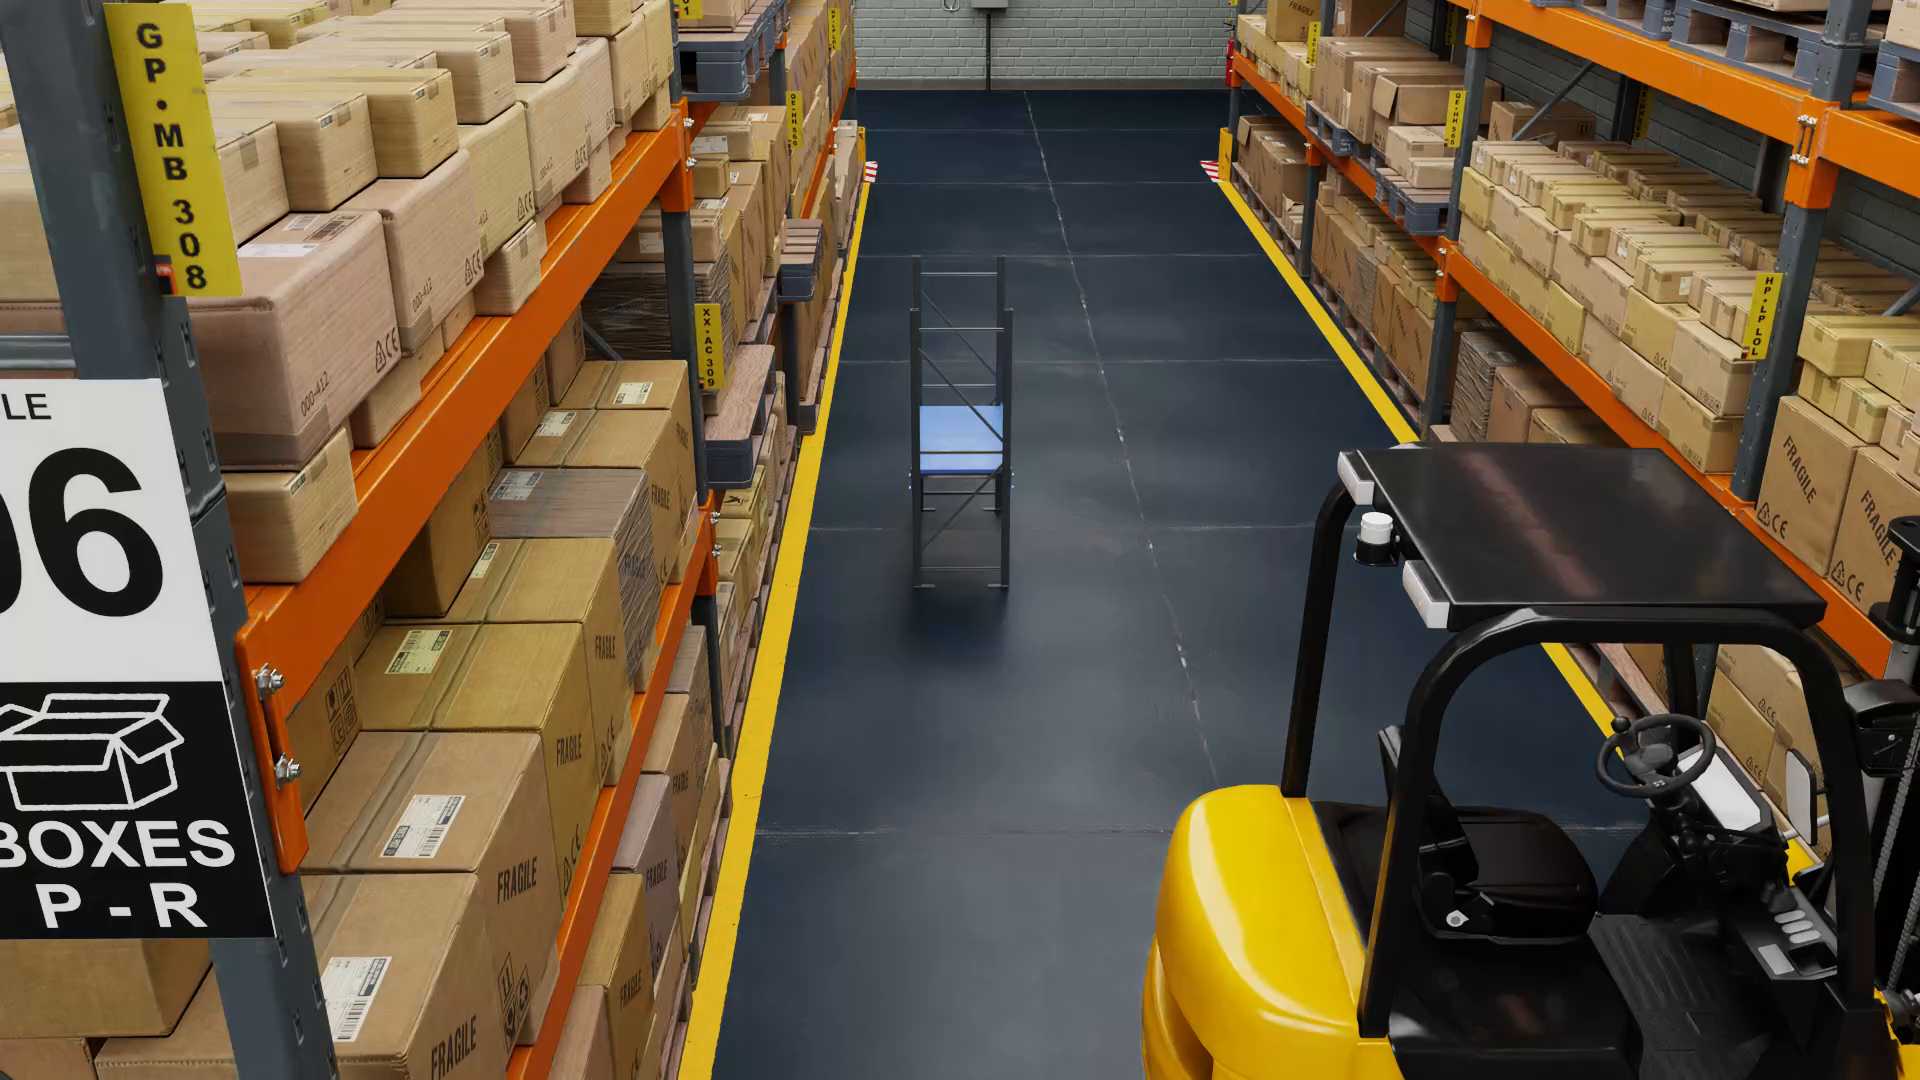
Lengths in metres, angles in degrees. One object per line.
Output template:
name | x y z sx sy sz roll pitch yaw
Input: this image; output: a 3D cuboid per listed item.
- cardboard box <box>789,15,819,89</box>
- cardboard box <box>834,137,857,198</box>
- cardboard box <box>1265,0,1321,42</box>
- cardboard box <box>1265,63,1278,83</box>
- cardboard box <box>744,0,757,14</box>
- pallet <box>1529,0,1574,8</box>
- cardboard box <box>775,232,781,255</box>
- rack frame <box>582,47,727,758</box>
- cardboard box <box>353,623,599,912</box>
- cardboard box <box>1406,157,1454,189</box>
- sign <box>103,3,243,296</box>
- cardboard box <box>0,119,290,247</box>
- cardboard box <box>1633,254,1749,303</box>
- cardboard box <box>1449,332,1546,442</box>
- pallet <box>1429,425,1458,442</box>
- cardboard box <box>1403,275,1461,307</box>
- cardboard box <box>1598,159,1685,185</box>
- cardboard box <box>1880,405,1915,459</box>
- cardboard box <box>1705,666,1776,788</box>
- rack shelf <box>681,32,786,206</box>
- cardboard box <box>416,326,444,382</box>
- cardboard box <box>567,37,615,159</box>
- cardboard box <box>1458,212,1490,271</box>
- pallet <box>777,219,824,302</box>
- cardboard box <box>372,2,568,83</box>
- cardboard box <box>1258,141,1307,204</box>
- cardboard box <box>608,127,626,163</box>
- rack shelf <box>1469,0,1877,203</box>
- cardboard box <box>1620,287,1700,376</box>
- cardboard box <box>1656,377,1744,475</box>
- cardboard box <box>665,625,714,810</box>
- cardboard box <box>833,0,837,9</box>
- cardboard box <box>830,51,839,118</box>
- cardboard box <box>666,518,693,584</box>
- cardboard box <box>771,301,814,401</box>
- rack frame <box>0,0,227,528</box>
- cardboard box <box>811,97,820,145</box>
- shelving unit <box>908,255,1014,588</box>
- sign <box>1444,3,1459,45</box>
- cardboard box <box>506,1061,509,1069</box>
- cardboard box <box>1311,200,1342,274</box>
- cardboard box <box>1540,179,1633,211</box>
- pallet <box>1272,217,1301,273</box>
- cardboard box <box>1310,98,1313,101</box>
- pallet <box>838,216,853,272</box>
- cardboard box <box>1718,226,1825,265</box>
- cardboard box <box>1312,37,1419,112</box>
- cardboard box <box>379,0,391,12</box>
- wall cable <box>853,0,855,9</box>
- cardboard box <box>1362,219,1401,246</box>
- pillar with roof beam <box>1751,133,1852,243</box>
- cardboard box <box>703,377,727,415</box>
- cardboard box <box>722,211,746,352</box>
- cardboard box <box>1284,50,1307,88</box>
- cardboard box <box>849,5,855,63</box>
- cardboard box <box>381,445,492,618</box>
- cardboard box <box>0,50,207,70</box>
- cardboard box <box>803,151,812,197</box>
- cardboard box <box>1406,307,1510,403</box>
cardboard box | -1.302 -3.505 12.026 0.500 0.500 0.500 0 24 1
cardboard box | -1.475 -3.633 16.242 0.875 0.438 0.875 0 24 1
cardboard box | 3.115 -4.884 15.320 0.500 0.500 0.500 0 24 1
cardboard box | 3.080 -4.391 15.623 0.380 0.149 0.250 0 24 1
cardboard box | -1.081 -2.254 6.626 0.500 0.250 0.500 -1 24 -1
pallet | 3.547 -2.986 8.802 1.213 0.211 1.003 1 24 2
cardboard box | -1.156 -1.586 8.913 0.380 0.149 0.250 -1 24 -3
rack frame | -1.469 -0.313 6.301 1.000 3.000 0.127 0 24 -1
cardboard box | -1.169 0.535 3.946 0.500 0.500 0.500 -1 24 -2
cardboard box | 3.060 -2.331 10.558 0.380 0.149 0.250 0 24 0
sign | -0.883 -0.432 1.864 0.100 0.325 0.005 0 24 -1
cardboard box | -1.244 -0.531 2.482 0.380 0.149 0.250 0 24 -1
cardboard box | 3.162 -1.133 7.206 0.380 0.149 0.250 -1 24 -2
cardboard box | 3.444 -0.837 9.833 0.875 0.625 0.625 1 24 1
pallet | 3.420 -0.375 9.823 1.003 0.211 1.213 0 24 -1
cardboard box | 3.158 -1.647 10.989 0.380 0.149 0.250 -1 24 -3
cardboard box | 3.713 -1.978 9.076 0.380 0.149 0.250 0 24 -1
cardboard box | 3.270 -0.331 5.434 0.380 0.149 0.250 0 24 -1
cardboard box | 3.191 0.698 6.287 0.500 0.250 0.500 0 24 -1
rack shelf | -1.491 -2.176 7.654 1.077 0.370 4.000 0 24 -1
cardboard box | -1.193 -0.374 3.102 0.380 0.149 0.250 0 24 -1
cardboard box | -1.198 -1.148 4.328 0.500 0.250 0.500 -1 24 -1
cardboard box | 3.211 -1.733 9.623 0.500 0.250 0.500 0 24 0
pallet | -1.399 -1.580 9.337 1.213 0.211 1.003 0 24 -1
cardboard box | -1.135 -1.160 3.873 0.380 0.149 0.250 0 24 0
cardboard box | 3.151 -3.511 15.896 0.500 0.500 0.500 0 24 0
cardboard box | -1.219 -1.227 4.987 0.380 0.149 0.250 0 24 0
rack shelf | 3.472 -2.200 7.706 1.077 0.370 4.000 0 24 -1
cardboard box | 3.220 -0.909 7.196 0.500 0.250 0.500 -1 24 -2
cardboard box | 3.227 -0.475 6.842 0.500 0.250 0.500 0 24 1
cardboard box | -1.194 0.650 6.091 0.500 0.500 0.500 -1 24 -1
cardboard box | -1.319 -4.516 14.260 0.500 0.500 0.500 -1 24 -1
cardboard box | -1.300 -3.849 14.000 0.500 0.500 0.500 1 24 1
cardboard box | -1.151 0.036 5.836 0.380 0.149 0.250 0 24 1
cardboard box | -1.437 -1.469 10.927 0.875 0.875 0.875 0 24 -1
rack frame | -1.426 -1.398 1.421 1.000 3.000 0.127 0 24 -1
cardboard box | -1.261 -2.958 11.725 0.500 0.250 0.500 0 24 0
shelving unit | 0.001 -0.648 8.863 0.538 1.500 1.048 0 24 -1
sign | 3.962 -4.165 13.413 0.100 0.325 0.005 0 24 -1
cardboard box | -1.161 1.095 3.493 0.380 0.149 0.250 -1 24 -2
cardboard box | 3.187 -2.485 13.629 0.500 0.500 0.500 1 24 2
cardboard box | 3.240 -1.766 8.607 0.380 0.149 0.250 0 24 0
pallet | 3.400 -2.645 14.843 1.003 0.211 1.213 0 24 -1
cardboard box | 3.151 -3.649 13.983 0.380 0.149 0.250 0 24 0
pallet | -1.487 -2.652 14.858 1.003 0.211 1.213 0 24 -1
cardboard box | 3.744 -1.349 7.684 0.380 0.149 0.250 0 24 -1
cardboard box | 3.188 -3.670 13.093 0.700 0.500 0.500 0 24 1
cardboard box | -1.790 -1.473 4.564 0.380 0.149 0.250 0 24 -1
wall cable | -1.685 -8.058 22.156 0.585 1.953 0.123 0 24 -1
cardboard box | 3.222 -2.294 12.419 0.380 0.149 0.250 1 24 1
pillar with roof beam | 0.061 -4.166 7.541 9.100 9.000 0.400 0 24 -1
cardboard box | -1.159 -0.619 6.773 0.380 0.149 0.250 0 24 0
cardboard box | -1.194 -1.086 7.019 0.500 0.500 0.500 0 24 0
cardboard box | 3.137 -4.115 14.530 0.500 0.250 0.500 0 24 0
cardboard box | -1.330 -5.105 16.777 0.500 0.500 0.500 0 24 0
cardboard box | -1.623 -0.135 4.213 0.700 0.500 0.500 0 24 -1
cardboard box | -1.657 -0.835 3.154 0.380 0.149 0.250 0 24 -1
cardboard box | -1.290 -2.523 11.371 0.500 0.250 0.500 1 24 1
cardboard box | 3.231 -1.211 10.810 0.500 0.500 0.500 0 24 1
